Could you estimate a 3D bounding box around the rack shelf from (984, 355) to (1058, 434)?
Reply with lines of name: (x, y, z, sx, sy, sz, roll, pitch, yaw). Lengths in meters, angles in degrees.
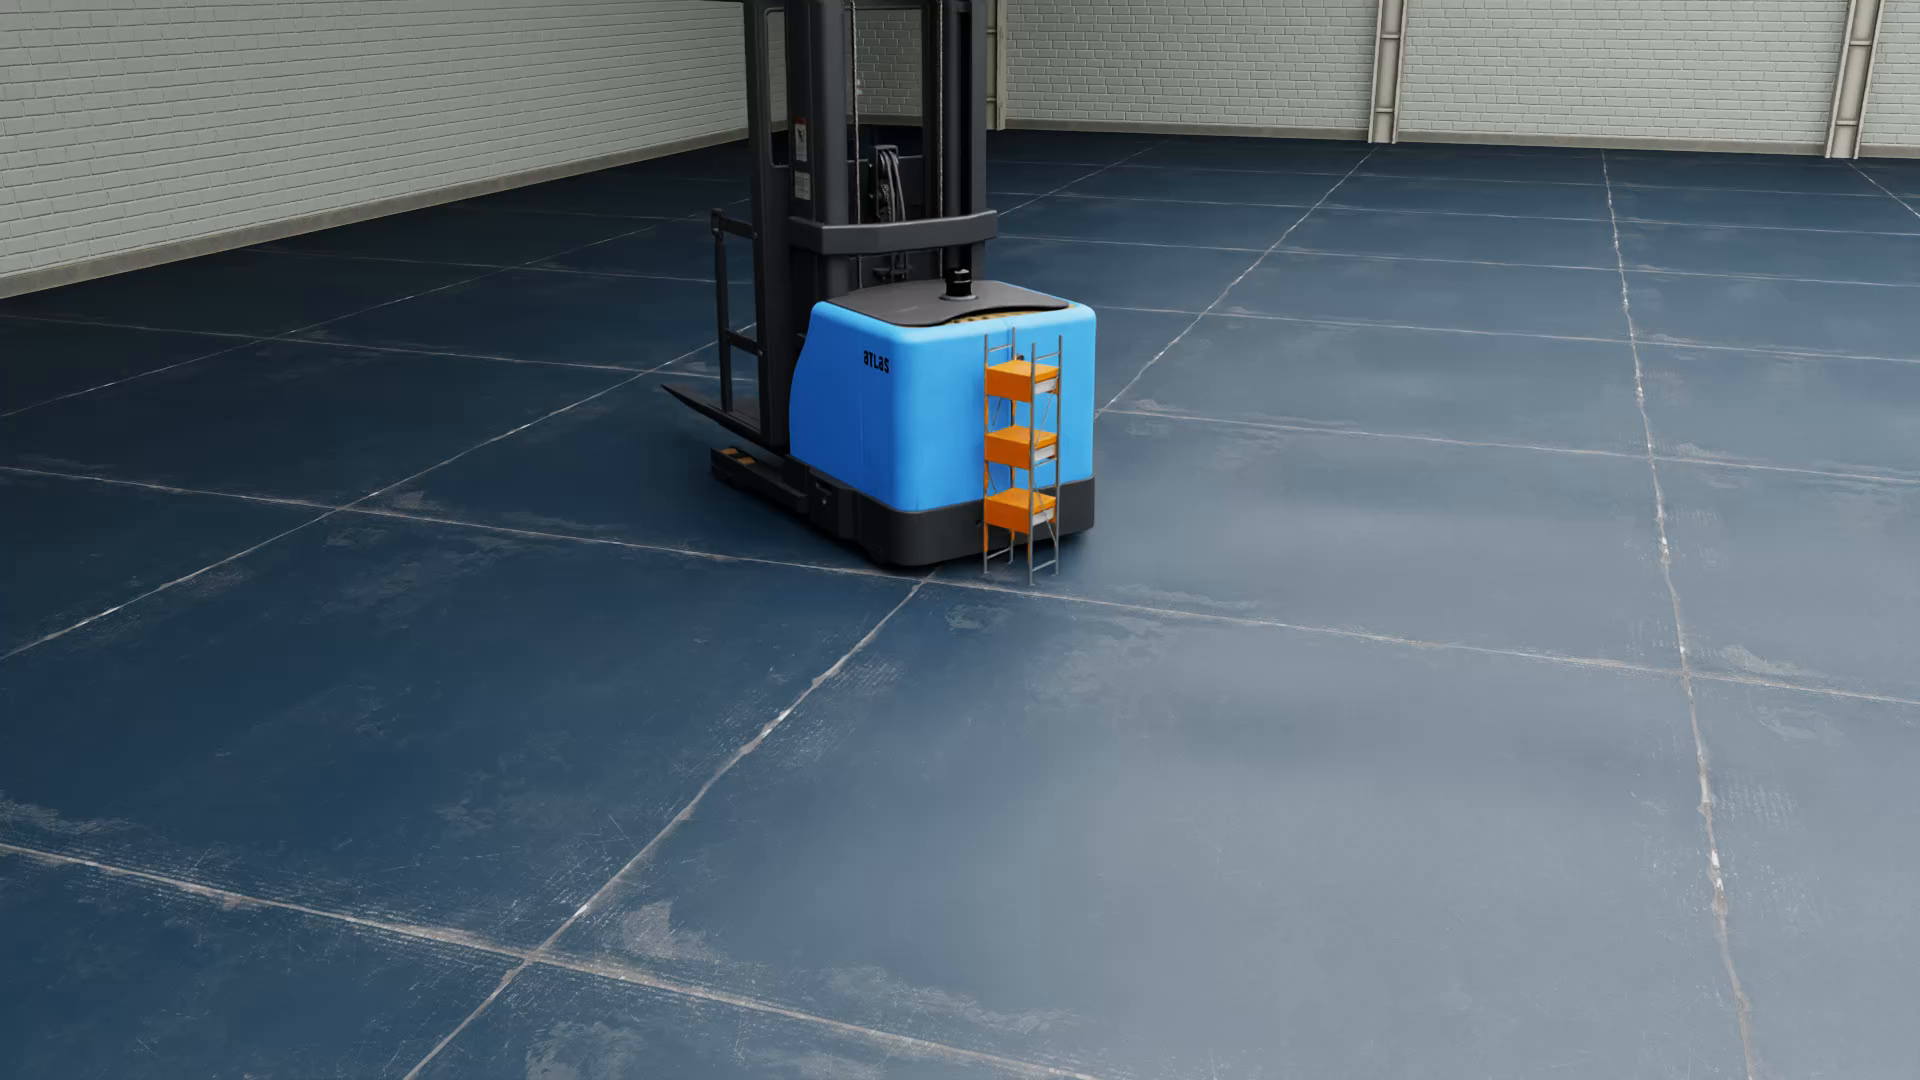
rack shelf: (0.260, -0.603, 6.882, 0.240, 0.259, 0.215, 15, 24, 37)

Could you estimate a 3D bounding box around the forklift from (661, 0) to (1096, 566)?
forklift: (-0.606, -1.705, 8.014, 1.130, 2.935, 3.031, -12, 22, -30)

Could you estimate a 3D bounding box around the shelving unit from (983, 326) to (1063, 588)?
shelving unit: (0.260, -0.345, 6.972, 0.252, 1.050, 0.215, 15, 24, 37)

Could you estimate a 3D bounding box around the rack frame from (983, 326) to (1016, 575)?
rack frame: (0.166, -0.371, 7.045, 0.008, 1.050, 0.200, 15, 24, 37)

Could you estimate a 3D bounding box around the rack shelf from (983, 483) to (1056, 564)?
rack shelf: (0.260, -0.073, 7.067, 0.240, 0.259, 0.215, 15, 24, 37)

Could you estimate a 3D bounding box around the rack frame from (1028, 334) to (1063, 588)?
rack frame: (0.354, -0.320, 6.898, 0.008, 1.050, 0.200, 15, 24, 37)

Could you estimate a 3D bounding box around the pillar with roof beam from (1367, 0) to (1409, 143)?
pillar with roof beam: (4.734, -8.701, 18.867, 0.400, 9.000, 9.100, 7, 20, 18)

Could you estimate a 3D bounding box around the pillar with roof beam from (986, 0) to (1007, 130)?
pillar with roof beam: (-0.934, -9.349, 20.727, 0.400, 9.000, 9.100, 7, 20, 18)

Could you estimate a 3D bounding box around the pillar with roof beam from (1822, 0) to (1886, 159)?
pillar with roof beam: (10.401, -8.053, 17.008, 0.400, 9.000, 9.100, 7, 20, 18)

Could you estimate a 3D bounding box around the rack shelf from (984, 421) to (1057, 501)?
rack shelf: (0.260, -0.335, 6.975, 0.240, 0.259, 0.215, 15, 24, 37)
